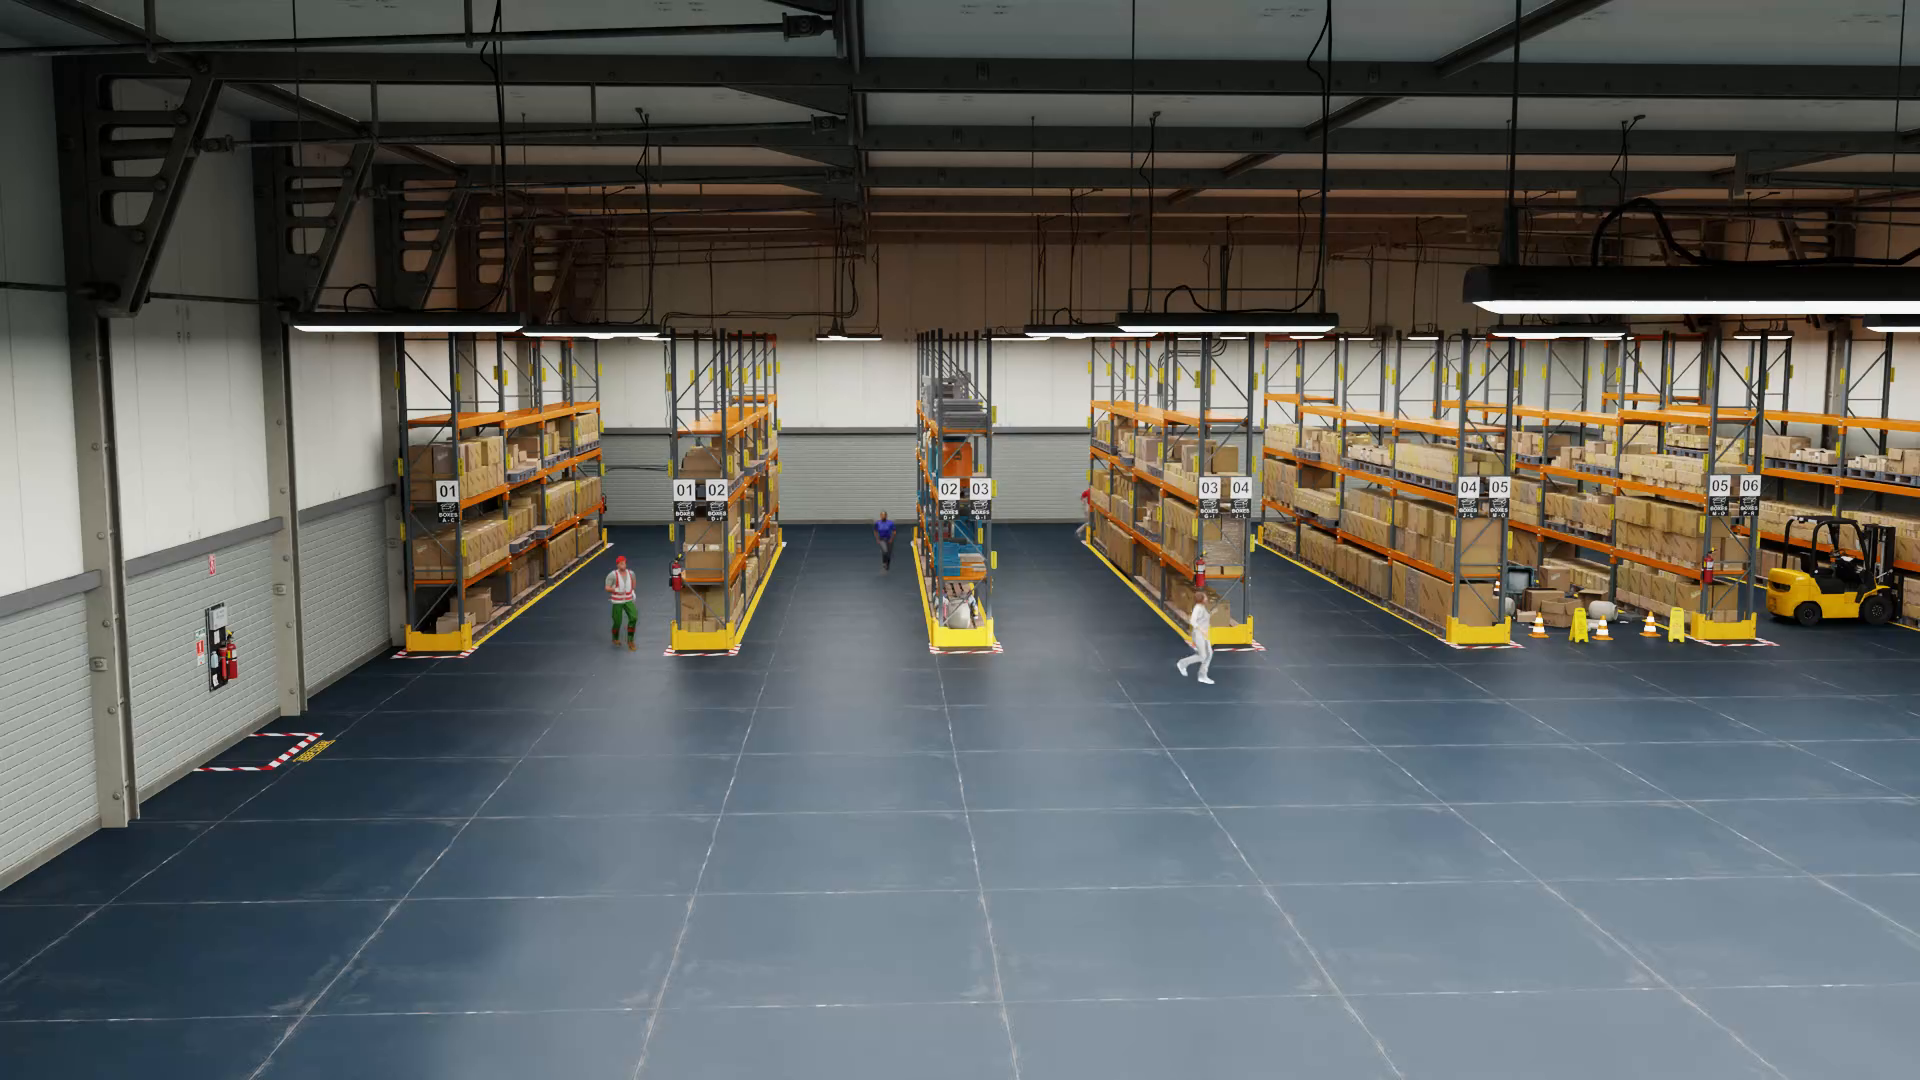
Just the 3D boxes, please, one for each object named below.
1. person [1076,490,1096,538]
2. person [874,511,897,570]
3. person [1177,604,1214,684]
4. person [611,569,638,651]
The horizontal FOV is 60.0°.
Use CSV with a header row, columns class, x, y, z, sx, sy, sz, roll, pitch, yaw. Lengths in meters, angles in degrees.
class,x,y,z,sx,sy,sz,roll,pitch,yaw
person,3.760,-0.838,48.627,0.796,1.709,0.651,-3,7,-24
person,-1.842,0.022,41.039,0.576,1.525,0.699,0,7,-1
person,4.009,1.749,28.195,0.638,1.358,0.345,3,7,24
person,-6.301,1.290,31.255,0.526,1.570,0.827,-4,8,-30
